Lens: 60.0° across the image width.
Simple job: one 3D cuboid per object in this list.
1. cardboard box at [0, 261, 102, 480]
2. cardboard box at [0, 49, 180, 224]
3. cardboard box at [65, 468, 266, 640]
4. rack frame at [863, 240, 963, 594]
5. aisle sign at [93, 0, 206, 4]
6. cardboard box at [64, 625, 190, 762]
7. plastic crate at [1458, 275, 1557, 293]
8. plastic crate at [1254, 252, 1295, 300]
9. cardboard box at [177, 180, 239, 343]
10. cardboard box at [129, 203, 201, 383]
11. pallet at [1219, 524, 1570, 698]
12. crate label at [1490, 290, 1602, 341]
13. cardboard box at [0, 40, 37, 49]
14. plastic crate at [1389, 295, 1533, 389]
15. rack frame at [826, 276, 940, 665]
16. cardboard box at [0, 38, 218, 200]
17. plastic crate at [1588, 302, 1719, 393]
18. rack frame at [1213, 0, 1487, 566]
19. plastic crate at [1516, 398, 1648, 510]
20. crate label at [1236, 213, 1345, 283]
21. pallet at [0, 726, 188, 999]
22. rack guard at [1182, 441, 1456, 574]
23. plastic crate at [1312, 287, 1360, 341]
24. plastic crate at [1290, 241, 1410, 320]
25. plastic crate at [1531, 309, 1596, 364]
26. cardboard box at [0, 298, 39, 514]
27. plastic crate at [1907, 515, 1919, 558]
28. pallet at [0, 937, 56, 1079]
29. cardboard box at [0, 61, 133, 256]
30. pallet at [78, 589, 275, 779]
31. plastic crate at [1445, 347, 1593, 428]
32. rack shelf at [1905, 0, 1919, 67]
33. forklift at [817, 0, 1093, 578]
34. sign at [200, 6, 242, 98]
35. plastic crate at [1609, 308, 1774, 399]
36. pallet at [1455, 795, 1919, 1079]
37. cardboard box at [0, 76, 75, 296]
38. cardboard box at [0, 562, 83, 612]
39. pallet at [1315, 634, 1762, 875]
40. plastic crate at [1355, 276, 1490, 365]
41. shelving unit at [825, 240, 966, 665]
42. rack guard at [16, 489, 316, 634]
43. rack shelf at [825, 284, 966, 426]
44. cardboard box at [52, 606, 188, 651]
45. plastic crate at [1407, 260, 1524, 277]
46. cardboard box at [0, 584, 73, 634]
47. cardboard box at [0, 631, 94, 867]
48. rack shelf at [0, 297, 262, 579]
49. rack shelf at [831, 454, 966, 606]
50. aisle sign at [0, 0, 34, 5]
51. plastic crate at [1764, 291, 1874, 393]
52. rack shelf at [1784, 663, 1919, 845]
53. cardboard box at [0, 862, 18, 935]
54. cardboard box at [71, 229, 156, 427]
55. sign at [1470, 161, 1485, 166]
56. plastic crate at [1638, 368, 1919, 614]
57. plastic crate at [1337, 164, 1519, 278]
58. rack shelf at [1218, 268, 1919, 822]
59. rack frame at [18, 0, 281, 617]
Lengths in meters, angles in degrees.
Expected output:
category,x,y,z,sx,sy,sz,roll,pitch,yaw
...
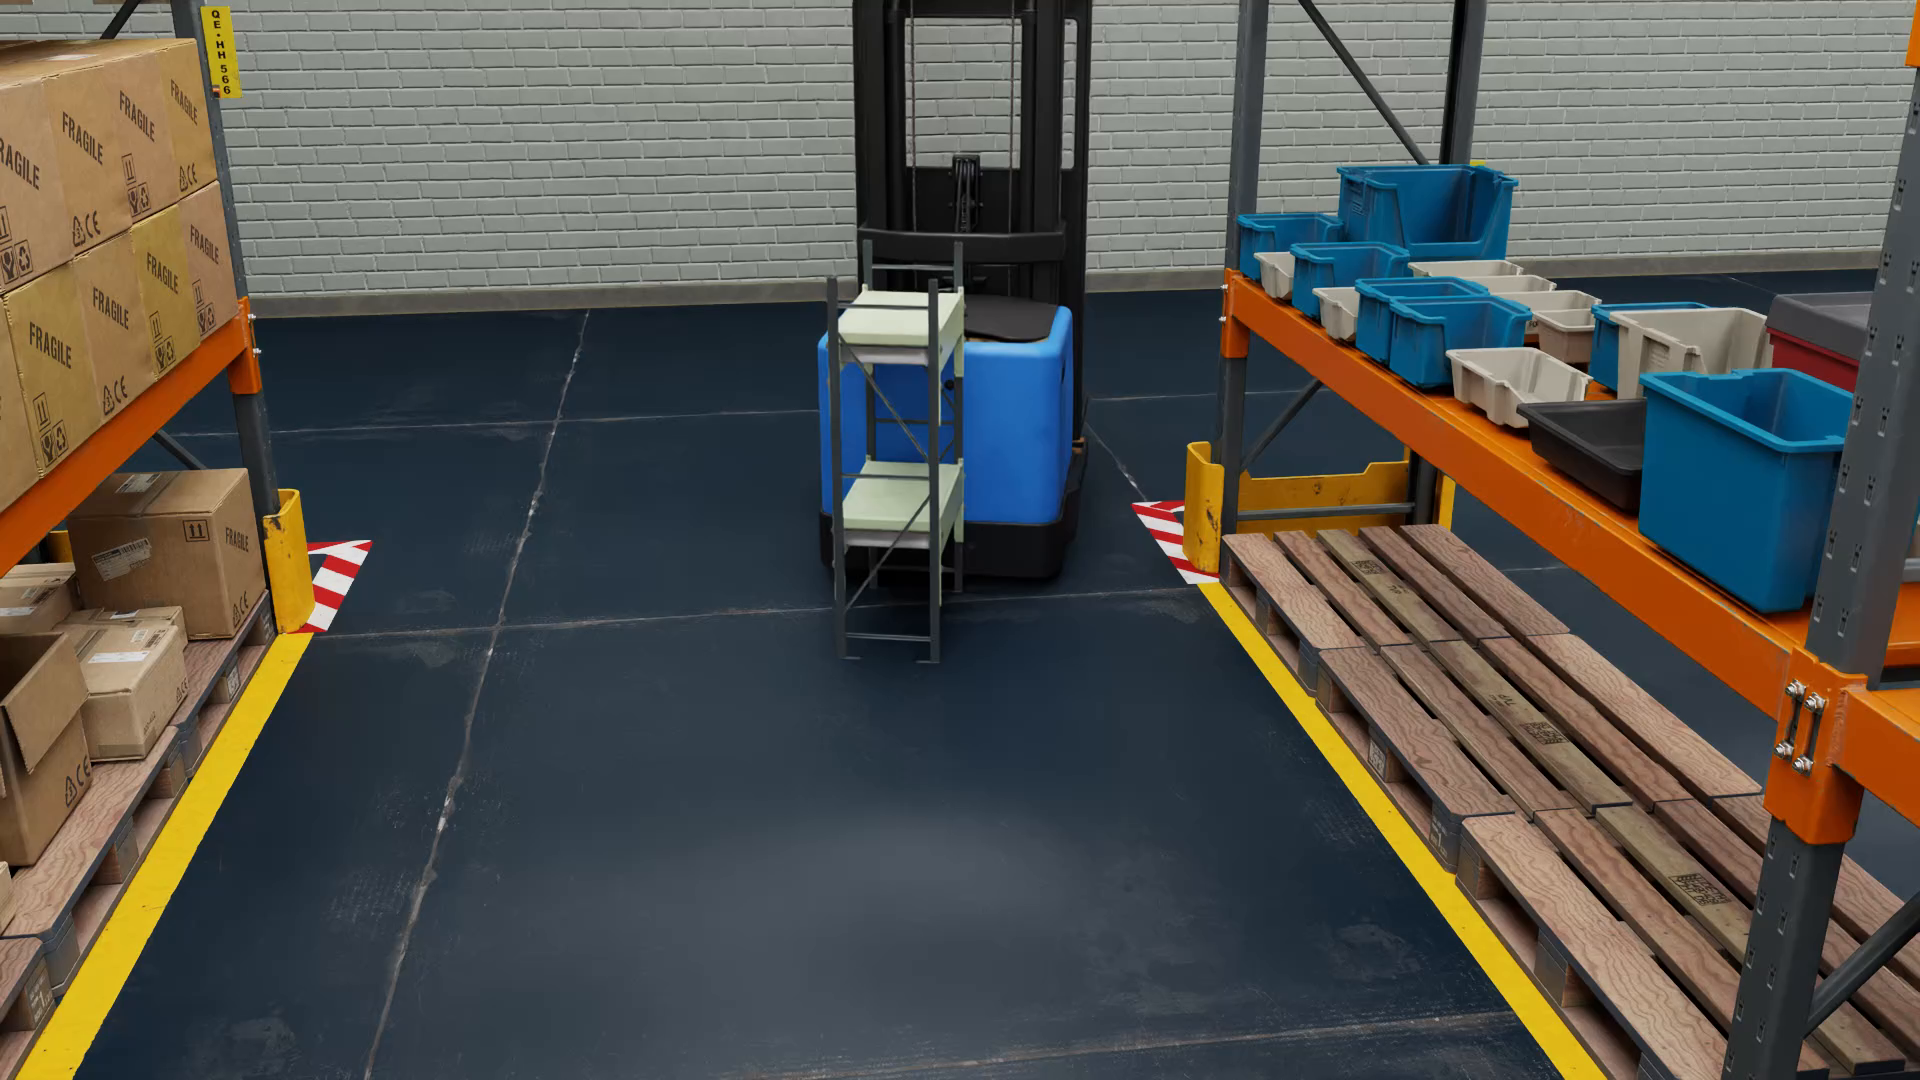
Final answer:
category,x,y,z,sx,sy,sz,roll,pitch,yaw
cardboard box,-2.727,-0.466,4.534,0.500,0.500,0.500,-3,21,-9
cardboard box,-2.868,-1.288,5.304,0.500,0.500,0.500,-2,21,-6
cardboard box,-2.956,0.053,6.230,0.500,0.500,0.500,-3,21,-8
rack frame,-0.188,-0.485,6.871,0.400,1.500,0.023,2,21,7
aisle sign,-2.985,-2.344,5.990,0.394,0.787,0.004,-3,21,-8
cardboard box,-2.849,0.501,5.389,0.500,0.250,0.500,-3,21,-8
plastic crate,1.948,-0.866,6.039,0.396,0.136,0.243,-3,21,-8
plastic crate,1.298,-1.023,6.460,0.250,0.136,0.298,-3,21,-8
cardboard box,-2.944,-0.993,5.945,0.500,0.500,0.500,-2,21,-6
cardboard box,-2.866,-0.813,5.464,0.500,0.500,0.500,-3,21,-7
pallet,1.705,0.258,6.724,1.003,0.211,1.213,-3,21,-8
crate label,2.013,-0.771,5.785,0.396,0.136,0.243,-3,21,-8
cardboard box,-3.475,-1.436,5.701,0.500,0.500,0.500,-2,21,-6
plastic crate,1.567,-0.624,5.253,0.416,0.233,0.300,-3,21,-8
rack frame,-0.277,-0.231,6.190,0.400,1.500,0.023,2,21,7
cardboard box,-2.942,-1.462,5.773,0.500,0.500,0.500,-3,21,-8
plastic crate,2.174,-0.588,5.156,0.416,0.233,0.300,-3,21,-8
rack frame,1.624,-1.336,7.006,1.000,3.000,0.127,-3,21,-8
plastic crate,1.774,-0.224,4.337,0.437,0.125,0.590,-3,21,-8
crate label,1.334,-1.184,6.751,0.416,0.233,0.303,-3,21,-8
pallet,-2.978,0.943,4.891,1.003,0.211,1.213,-3,21,-8
rack guard,1.608,-0.173,7.464,1.175,0.500,0.348,-3,21,-8
plastic crate,1.396,-0.788,5.831,0.250,0.136,0.298,-3,21,-8
plastic crate,1.429,-0.956,6.141,0.416,0.233,0.300,-3,21,-8
plastic crate,2.074,-0.669,5.513,0.298,0.136,0.250,-3,21,-8
cardboard box,-2.652,-0.290,4.063,0.500,0.500,0.500,-3,21,-8
plastic crate,2.275,-0.024,3.784,0.396,0.136,0.243,-3,21,-8
pallet,-2.799,1.366,3.757,1.003,0.211,1.213,-3,21,-8
cardboard box,-2.789,-1.108,4.824,0.500,0.500,0.500,-2,21,-6
pallet,-3.151,0.521,6.019,1.003,0.211,1.213,-3,21,-8
plastic crate,1.652,-0.443,4.907,0.293,0.136,0.466,-3,21,-8
rack shelf,1.913,-1.712,4.753,1.077,0.370,4.000,-3,21,-8
forklift,0.085,-1.689,8.048,1.130,2.935,3.031,2,21,7
sign,-2.726,-1.799,6.139,0.100,0.325,0.005,-3,21,-8
plastic crate,2.163,-0.462,4.749,0.437,0.282,0.530,-3,21,-8
pallet,2.056,1.103,4.462,1.003,0.211,1.213,-3,21,-8
cardboard box,-2.715,-0.930,4.348,0.500,0.500,0.500,-2,21,-6
cardboard box,-3.558,0.204,6.328,0.380,0.149,0.250,-3,21,-8
pallet,1.877,0.679,5.596,1.003,0.211,1.213,-3,21,-8
plastic crate,1.524,-0.728,5.531,0.416,0.233,0.300,-3,21,-8
shelving unit,-0.232,-0.358,6.530,0.431,1.500,0.755,2,21,7
rack guard,-3.267,0.110,6.707,1.175,0.500,0.348,-3,21,-8
rack shelf,-0.232,-0.723,6.394,0.431,0.370,0.720,2,21,7
cardboard box,-2.986,0.354,5.901,0.380,0.166,0.250,-3,21,-8
plastic crate,1.921,-0.967,6.310,0.396,0.136,0.243,-3,21,-8
cardboard box,-3.408,0.370,5.739,0.500,0.250,0.500,-3,21,-8
cardboard box,-2.977,0.611,4.733,0.797,0.503,0.637,-3,21,-8
rack shelf,-2.990,-0.058,4.612,1.077,0.370,4.000,-3,21,-8
rack shelf,-0.232,-0.052,6.644,0.431,0.370,0.720,2,21,7
aisle sign,-3.578,-2.314,5.909,0.394,0.787,0.004,-3,21,-8
plastic crate,2.320,-0.331,4.138,0.402,0.464,0.583,-3,21,-8
rack shelf,2.489,1.078,1.570,1.077,0.370,4.000,-3,21,-8
cardboard box,-2.682,0.963,4.270,0.380,0.166,0.250,-3,21,-8
cardboard box,-2.799,-0.640,5.001,0.500,0.500,0.500,-3,21,-7
sign,2.166,-1.446,7.067,0.100,0.325,0.005,-3,21,-8
plastic crate,1.796,-0.116,3.677,0.392,0.384,0.575,-3,21,-8
plastic crate,1.857,-1.274,6.704,0.616,0.435,0.499,-3,21,-8
rack shelf,1.913,-0.306,5.278,1.077,0.370,4.000,-3,21,-8
rack frame,-3.278,-1.087,6.340,1.000,3.000,0.127,-3,21,-8
